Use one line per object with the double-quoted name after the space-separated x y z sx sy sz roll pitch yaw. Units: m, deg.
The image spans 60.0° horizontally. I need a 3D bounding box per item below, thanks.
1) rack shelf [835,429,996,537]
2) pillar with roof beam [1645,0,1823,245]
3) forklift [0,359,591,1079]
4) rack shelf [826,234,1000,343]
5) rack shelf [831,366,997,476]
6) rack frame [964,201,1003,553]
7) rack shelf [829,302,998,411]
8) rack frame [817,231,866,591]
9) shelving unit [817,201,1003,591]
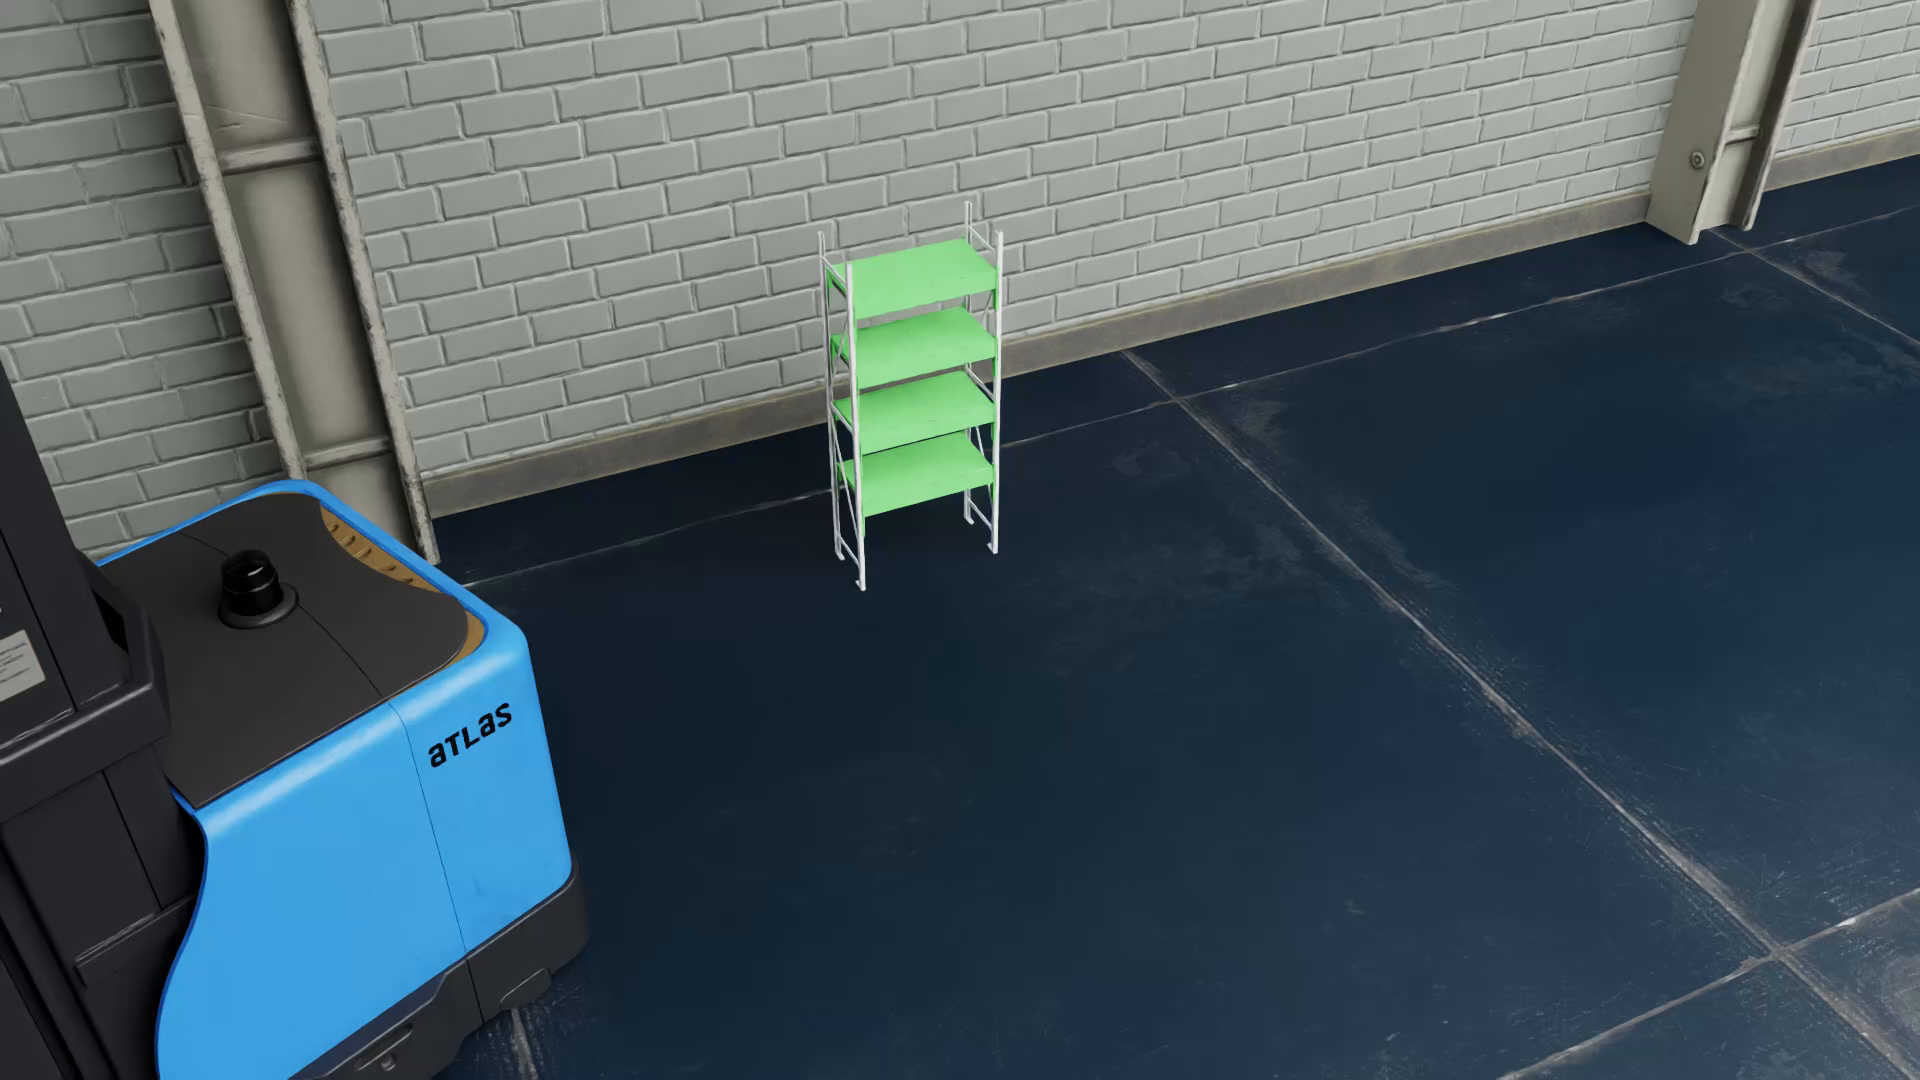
-0.150 -0.196 5.517 0.480 0.148 0.258 -16 39 -20 "rack shelf"
5.253 -2.767 1.926 0.400 9.000 9.100 -16 39 -20 "pillar with roof beam"
-2.307 0.351 2.816 1.130 2.935 3.031 28 45 32 "forklift"
-0.150 -0.774 5.088 0.480 0.148 0.258 -16 39 -20 "rack shelf"
-0.150 -0.389 5.374 0.480 0.148 0.258 -16 39 -20 "rack shelf"
0.071 -0.502 5.419 0.015 1.200 0.240 -16 39 -20 "rack frame"
-0.150 -0.581 5.231 0.480 0.148 0.258 -16 39 -20 "rack shelf"
-0.371 -0.378 5.253 0.015 1.200 0.240 -16 39 -20 "rack frame"
-0.150 -0.440 5.336 0.503 1.200 0.258 -16 39 -20 "shelving unit"
